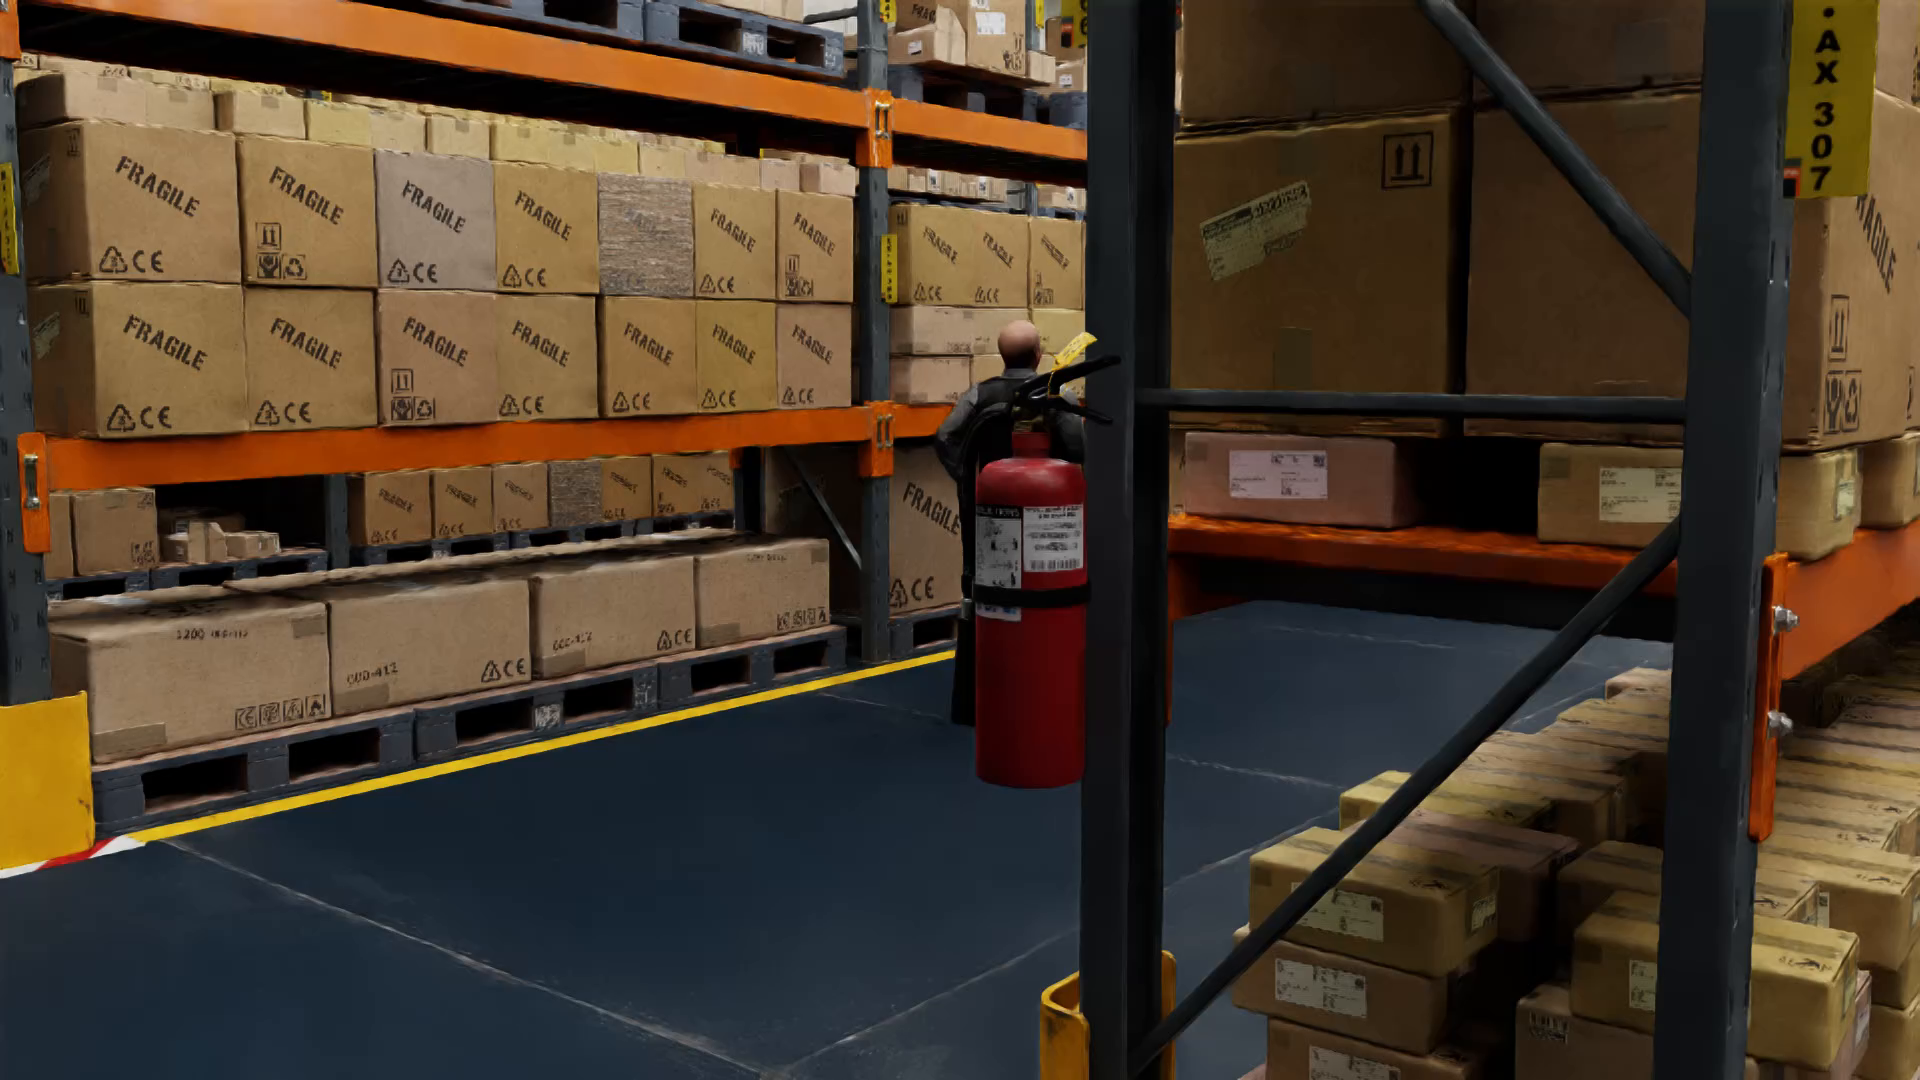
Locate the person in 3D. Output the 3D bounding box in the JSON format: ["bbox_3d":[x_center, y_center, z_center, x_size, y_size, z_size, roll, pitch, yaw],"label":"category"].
[{"bbox_3d":[0.357,-0.115,7.378,0.617,1.702,0.843,5,8,36],"label":"person"}]
